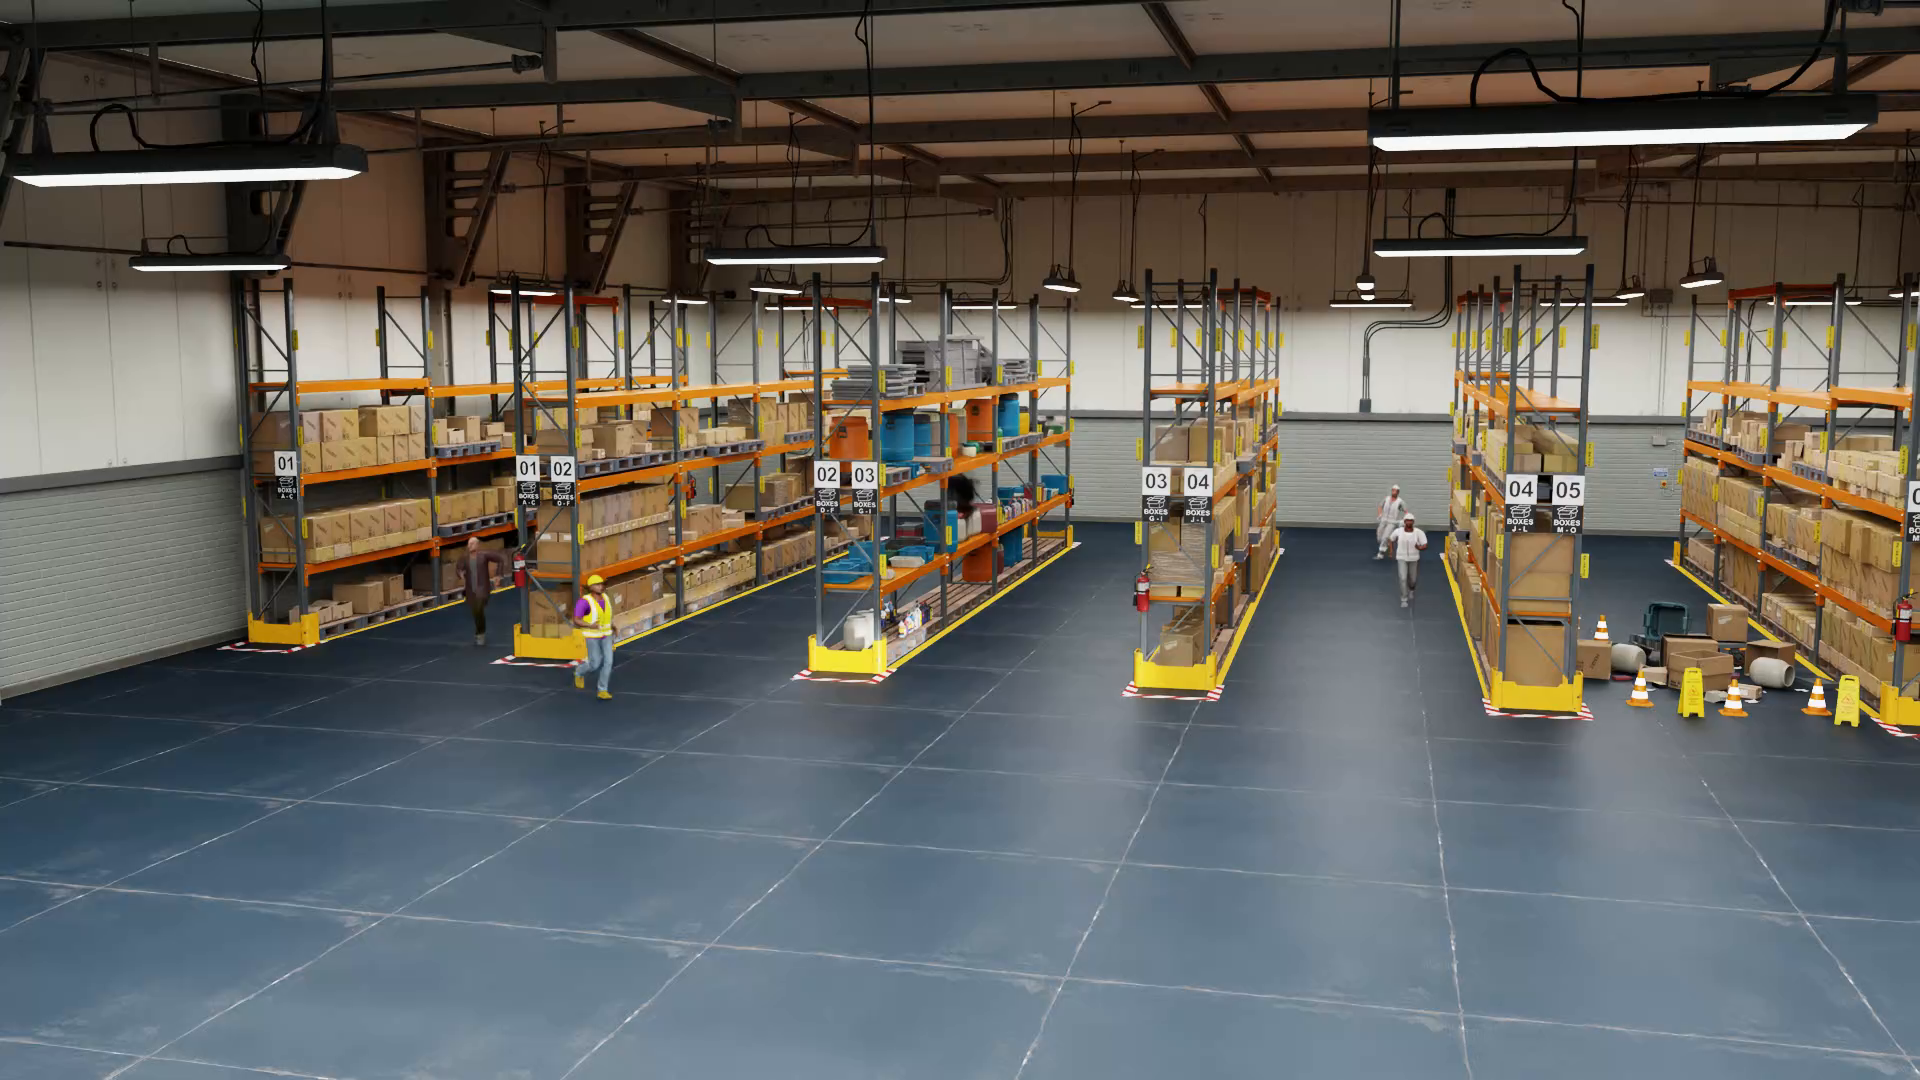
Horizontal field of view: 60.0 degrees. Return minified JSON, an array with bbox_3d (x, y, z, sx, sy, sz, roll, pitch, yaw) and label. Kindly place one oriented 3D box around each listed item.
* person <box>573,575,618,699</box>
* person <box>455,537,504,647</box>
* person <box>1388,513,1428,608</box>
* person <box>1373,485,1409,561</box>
[{"bbox_3d":[-5.108,1.349,23.340,0.693,1.734,0.702,6,9,40],"label":"person"},{"bbox_3d":[-7.928,0.840,27.430,0.733,1.798,0.958,1,7,8],"label":"person"},{"bbox_3d":[8.435,0.367,31.324,0.710,1.747,0.963,1,7,12],"label":"person"},{"bbox_3d":[9.813,-0.381,37.816,0.716,1.737,0.746,5,9,38],"label":"person"}]
